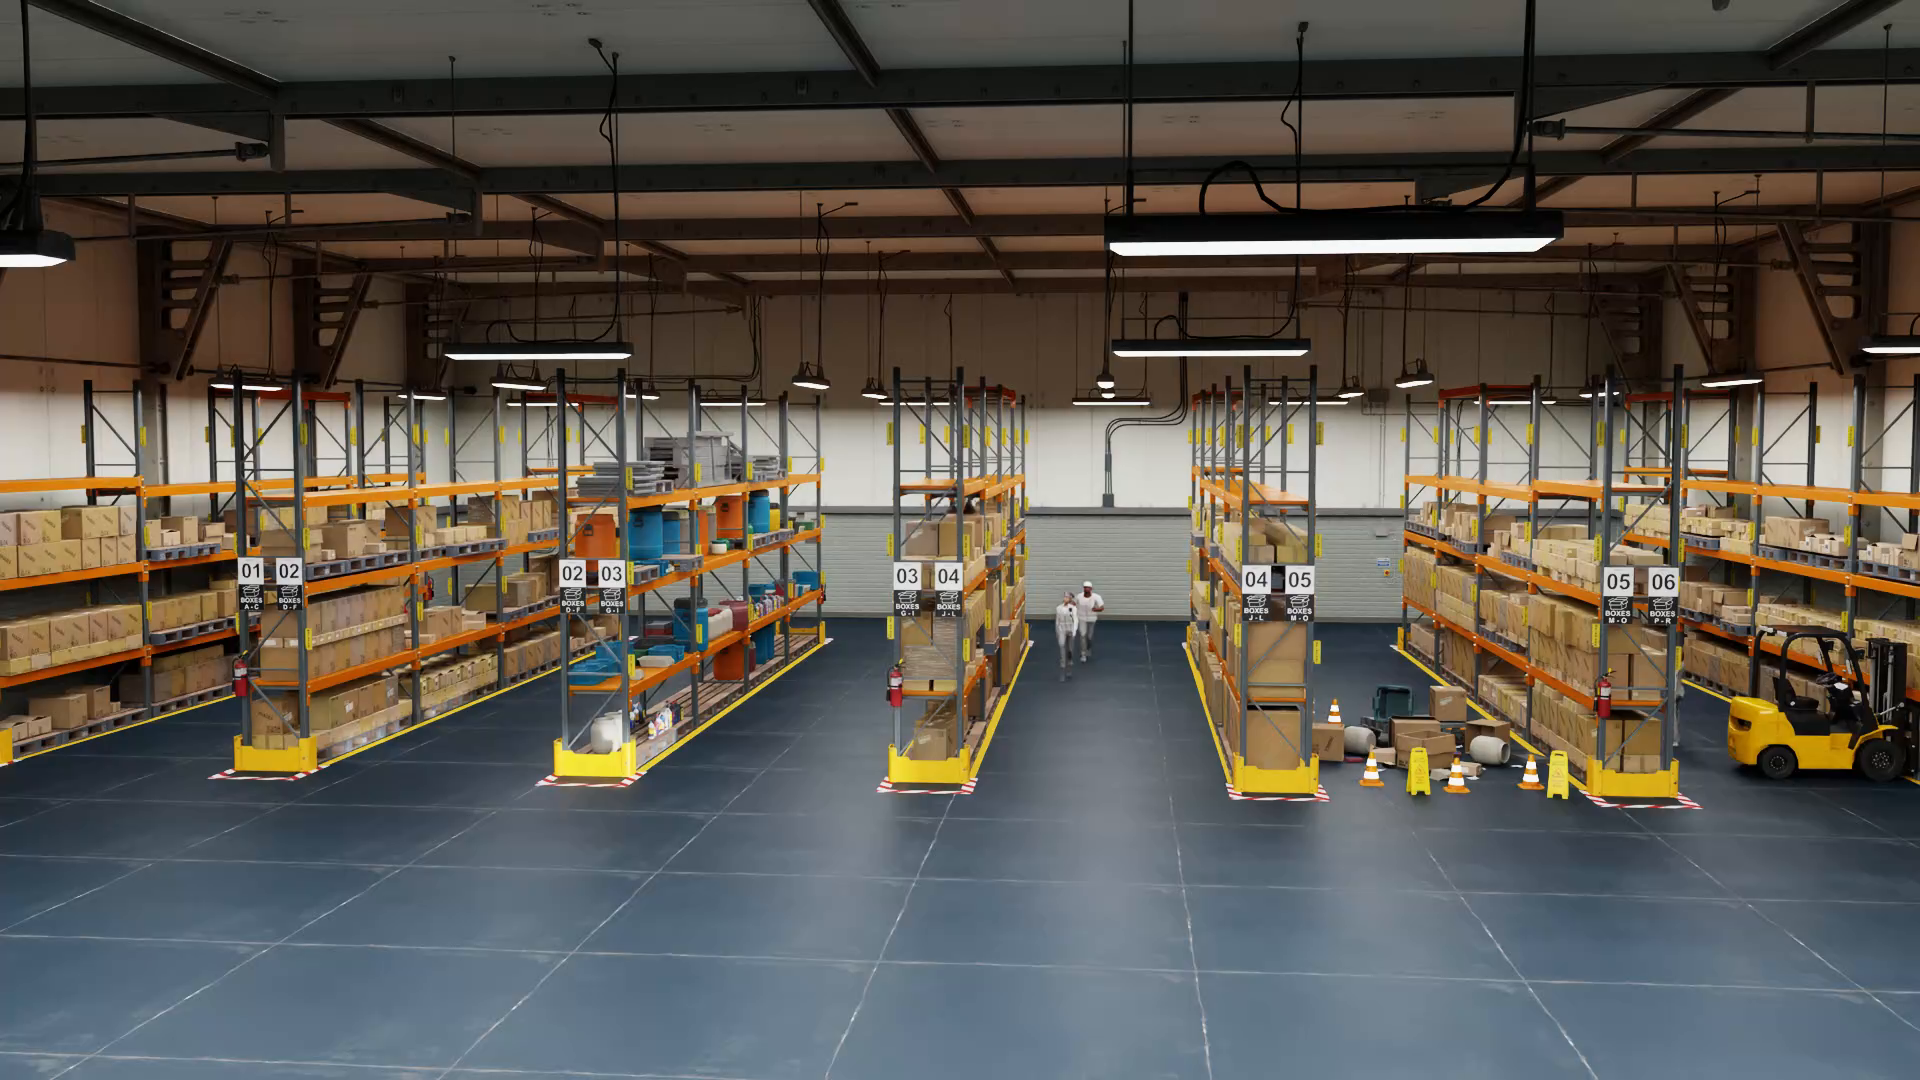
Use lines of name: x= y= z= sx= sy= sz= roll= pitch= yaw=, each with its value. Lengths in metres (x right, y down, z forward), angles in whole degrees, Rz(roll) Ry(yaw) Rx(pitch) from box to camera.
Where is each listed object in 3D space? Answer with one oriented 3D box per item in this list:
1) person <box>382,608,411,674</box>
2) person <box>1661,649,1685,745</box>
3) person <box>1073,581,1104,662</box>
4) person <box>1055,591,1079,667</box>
person: x=-11.954 y=1.985 z=35.087 sx=0.728 sy=1.677 sz=1.072 roll=0 pitch=4 yaw=2
person: x=11.618 y=2.526 z=27.110 sx=0.421 sy=1.588 sz=0.535 roll=-2 pitch=4 yaw=-27
person: x=2.862 y=1.789 z=37.072 sx=0.704 sy=1.737 sz=1.016 roll=0 pitch=4 yaw=3
person: x=2.195 y=1.832 z=34.169 sx=0.480 sy=1.585 sz=0.987 roll=0 pitch=4 yaw=2
